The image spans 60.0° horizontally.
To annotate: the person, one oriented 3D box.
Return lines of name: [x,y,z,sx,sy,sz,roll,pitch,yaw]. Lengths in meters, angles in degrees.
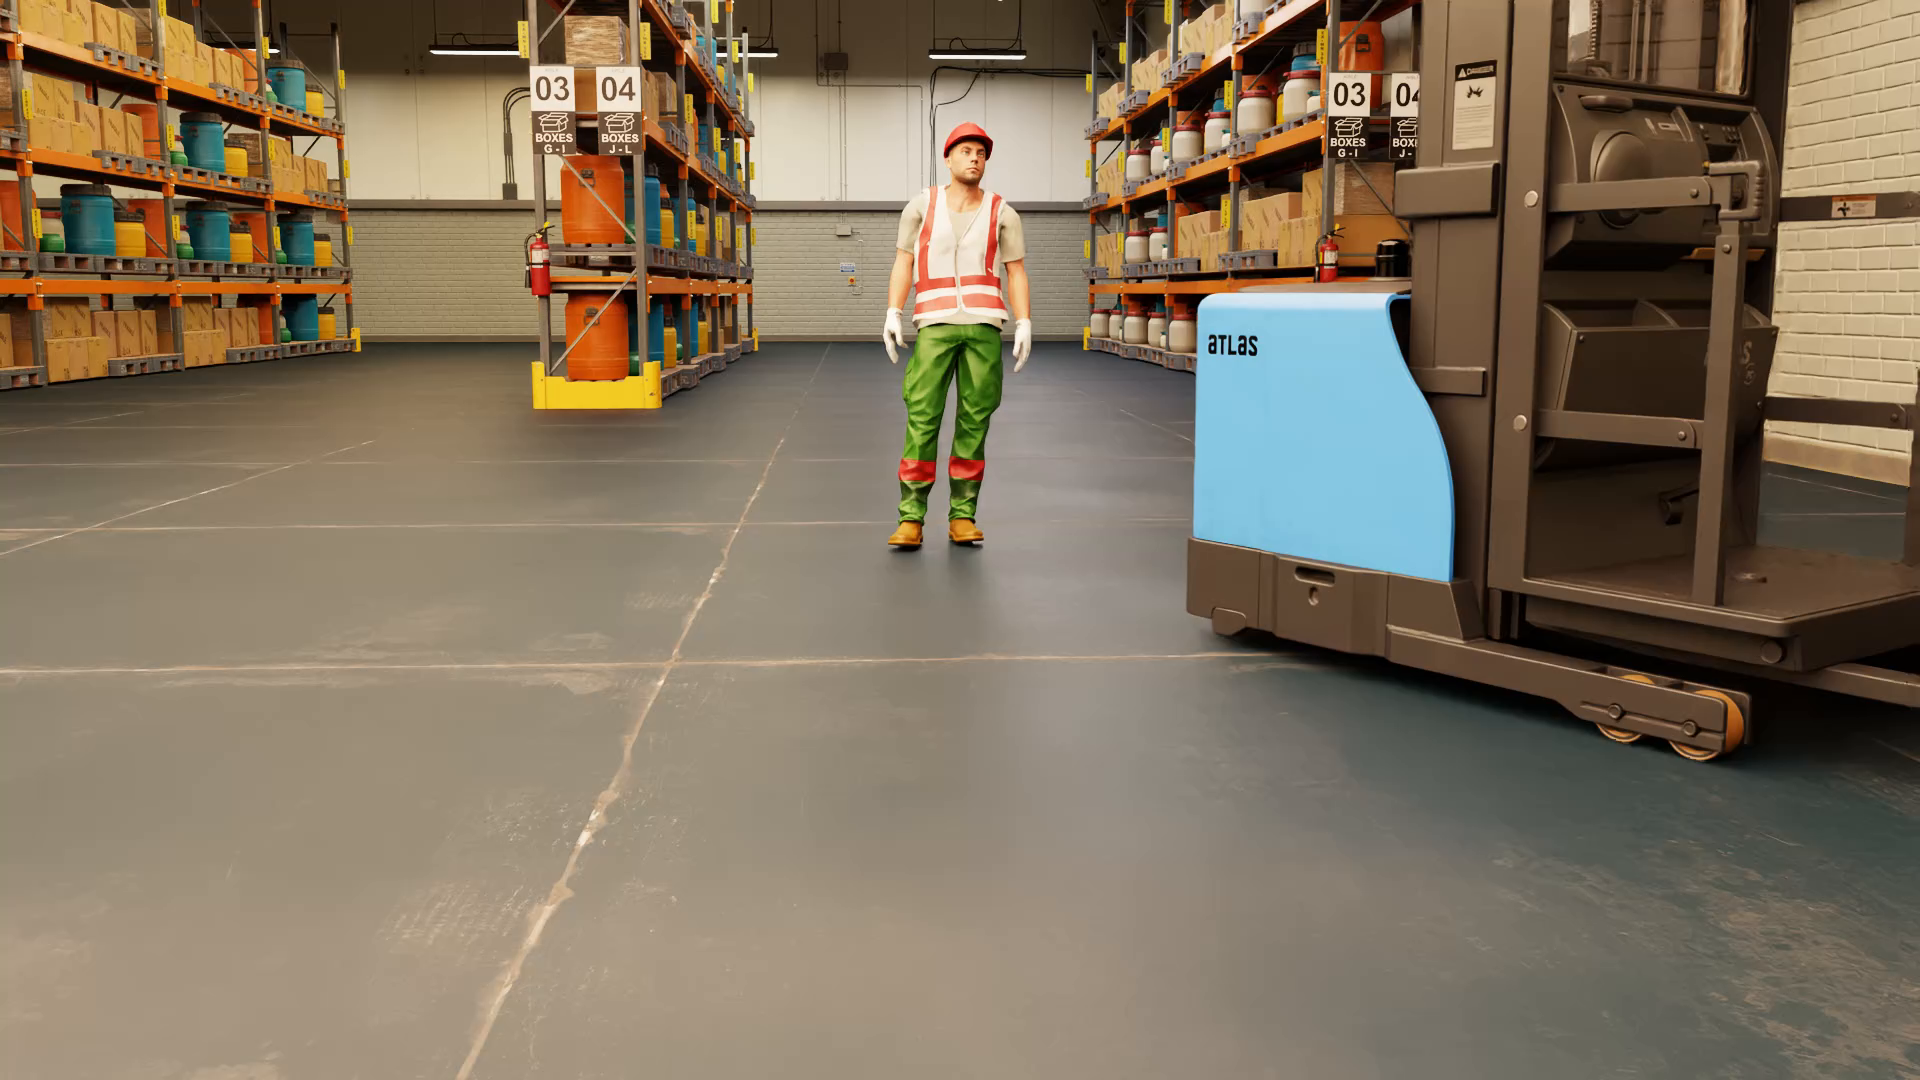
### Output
person: [-0.007,-0.881,7.097,0.637,1.790,0.562,-1,8,-4]

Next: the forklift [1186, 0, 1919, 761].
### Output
forklift: [1.979,-1.017,4.180,1.130,2.935,3.031,-6,10,-35]
